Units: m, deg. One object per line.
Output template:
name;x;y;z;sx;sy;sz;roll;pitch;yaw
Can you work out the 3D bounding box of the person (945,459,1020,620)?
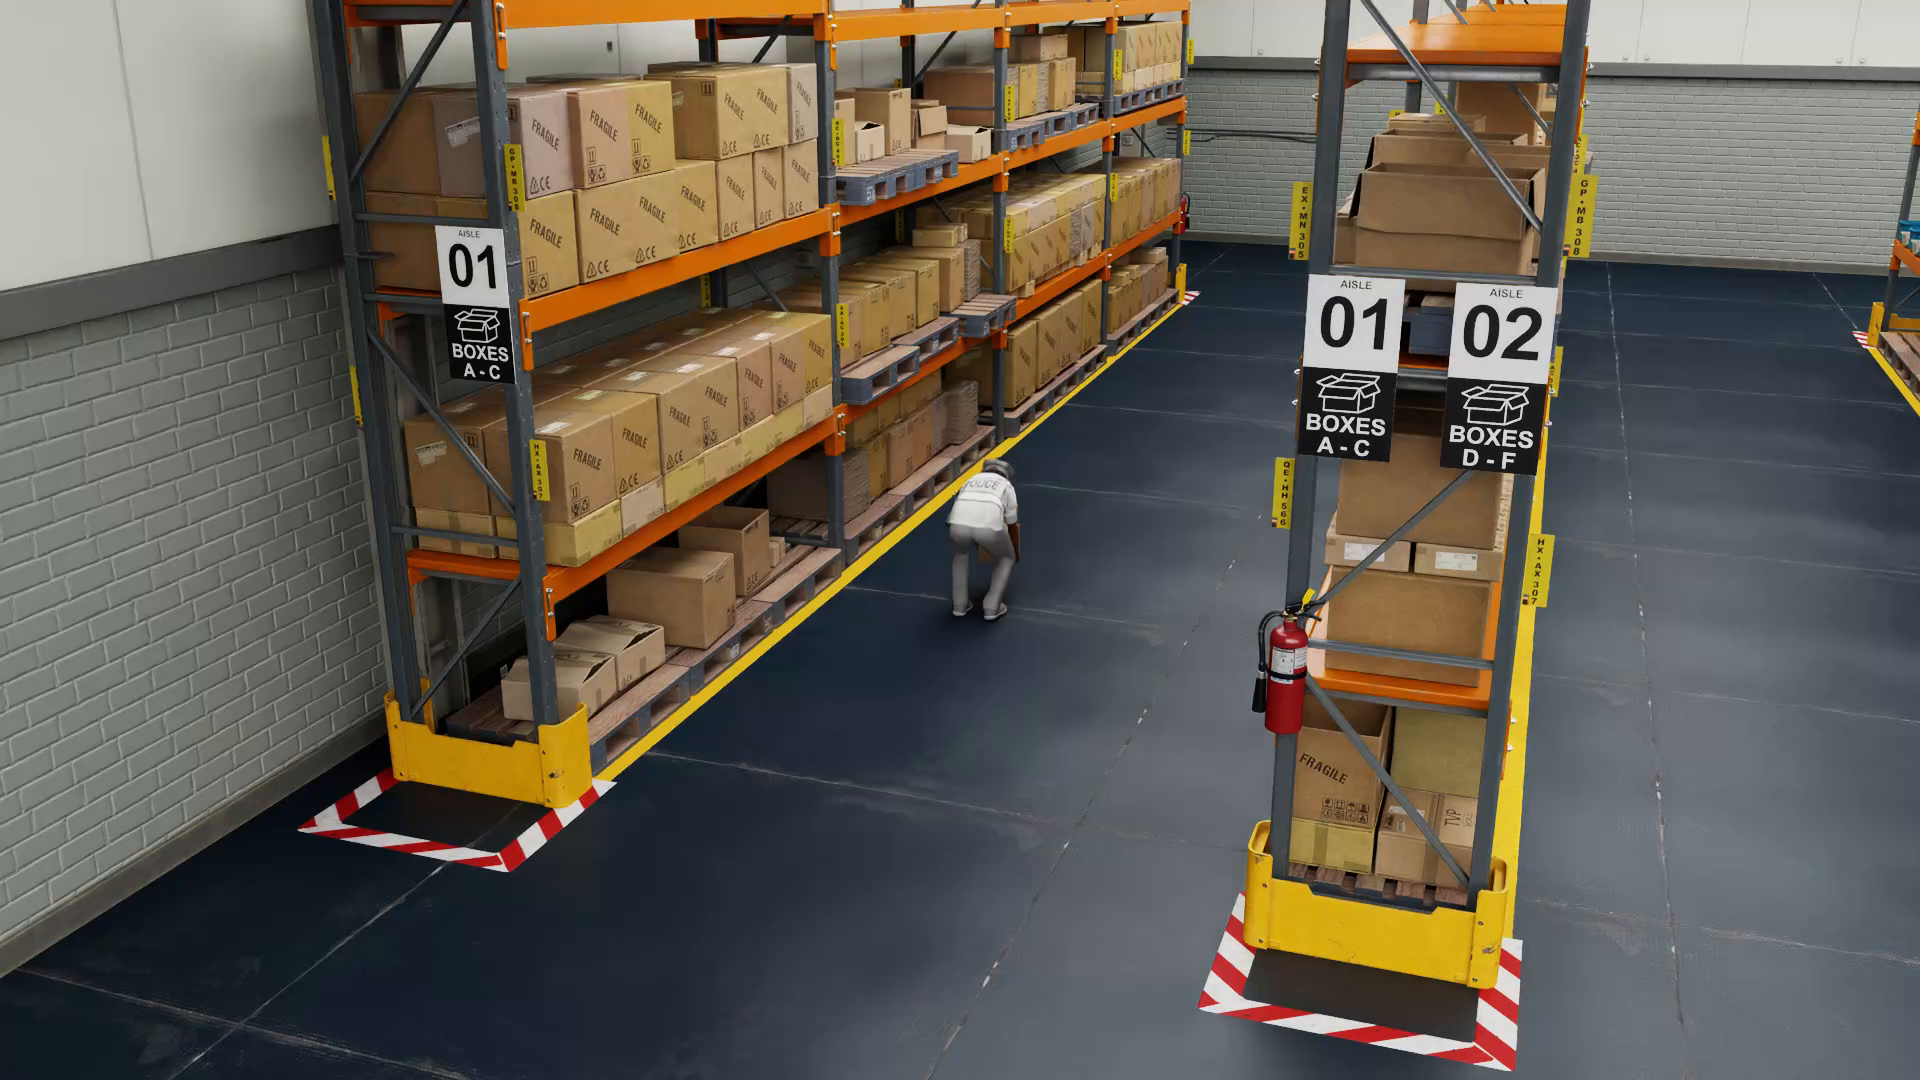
person;0.188;-0.009;12.081;0.464;1.029;0.933;5;20;16
